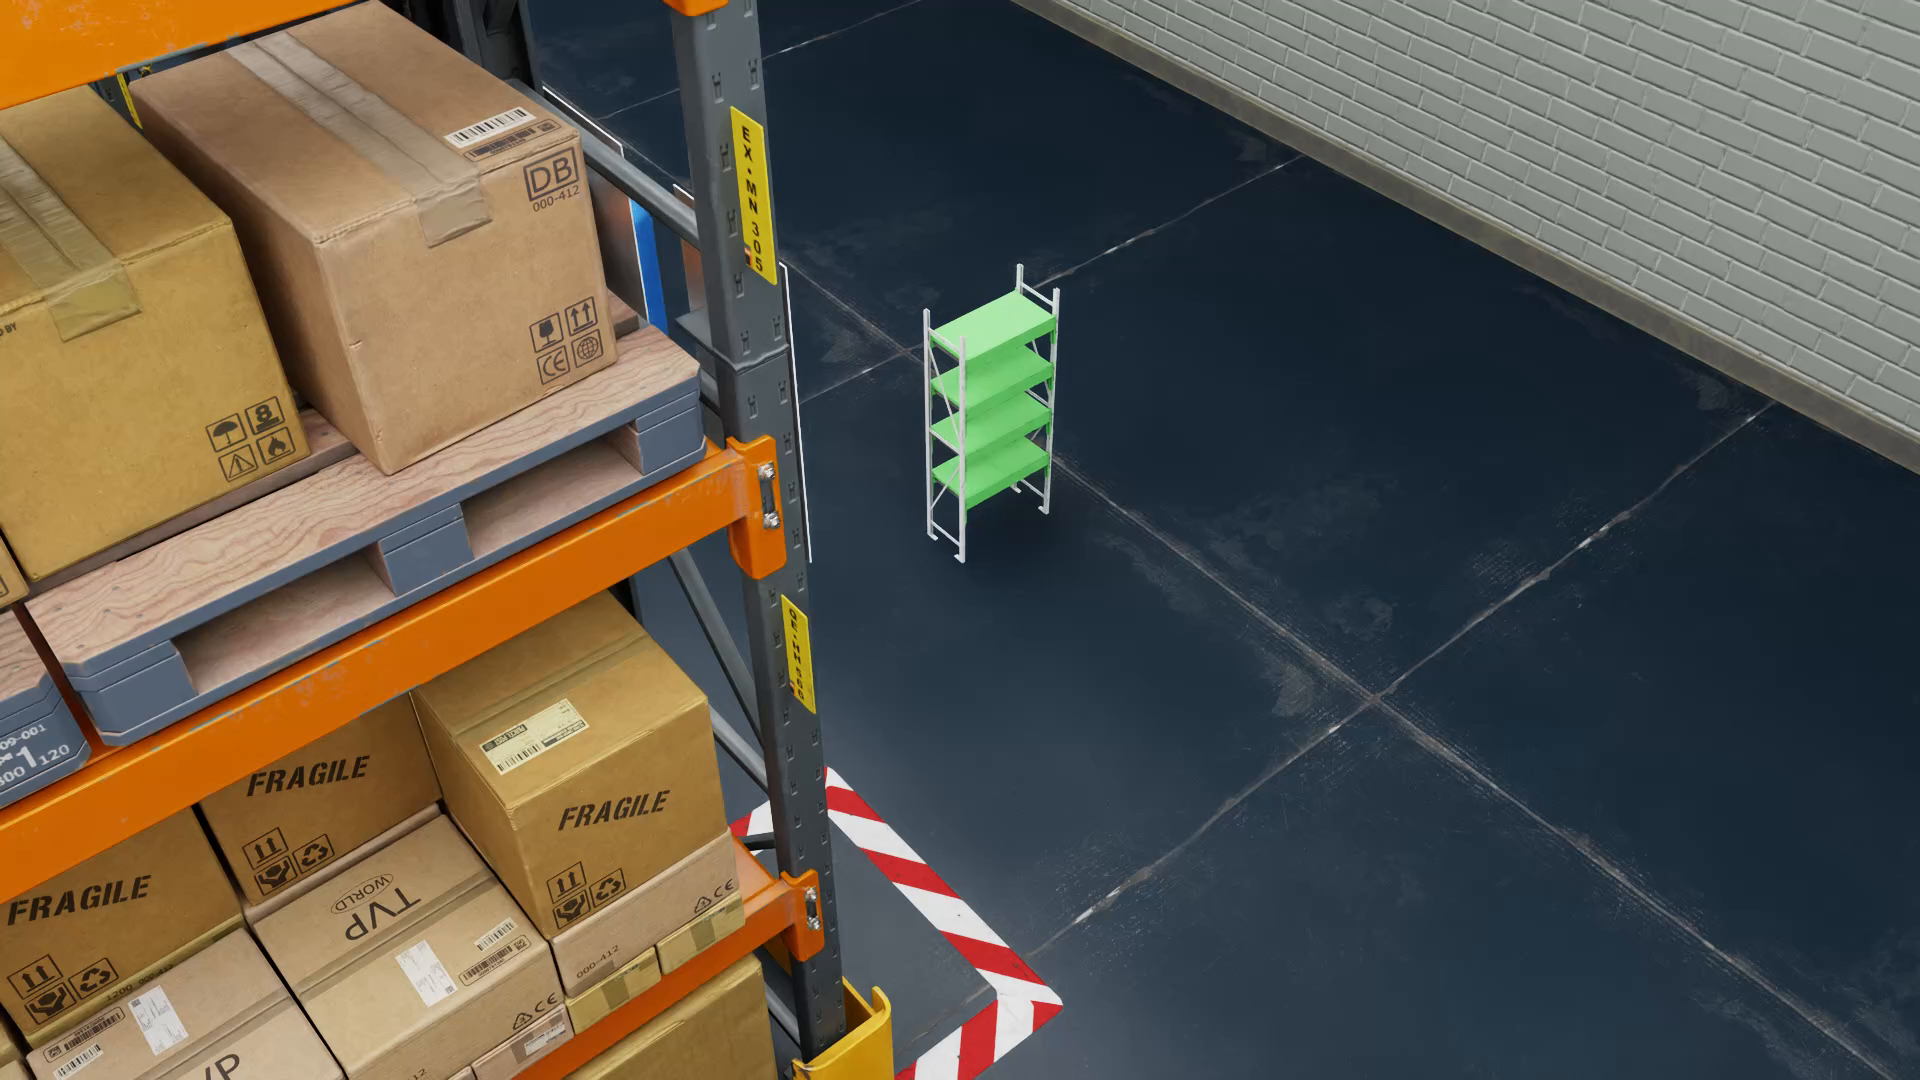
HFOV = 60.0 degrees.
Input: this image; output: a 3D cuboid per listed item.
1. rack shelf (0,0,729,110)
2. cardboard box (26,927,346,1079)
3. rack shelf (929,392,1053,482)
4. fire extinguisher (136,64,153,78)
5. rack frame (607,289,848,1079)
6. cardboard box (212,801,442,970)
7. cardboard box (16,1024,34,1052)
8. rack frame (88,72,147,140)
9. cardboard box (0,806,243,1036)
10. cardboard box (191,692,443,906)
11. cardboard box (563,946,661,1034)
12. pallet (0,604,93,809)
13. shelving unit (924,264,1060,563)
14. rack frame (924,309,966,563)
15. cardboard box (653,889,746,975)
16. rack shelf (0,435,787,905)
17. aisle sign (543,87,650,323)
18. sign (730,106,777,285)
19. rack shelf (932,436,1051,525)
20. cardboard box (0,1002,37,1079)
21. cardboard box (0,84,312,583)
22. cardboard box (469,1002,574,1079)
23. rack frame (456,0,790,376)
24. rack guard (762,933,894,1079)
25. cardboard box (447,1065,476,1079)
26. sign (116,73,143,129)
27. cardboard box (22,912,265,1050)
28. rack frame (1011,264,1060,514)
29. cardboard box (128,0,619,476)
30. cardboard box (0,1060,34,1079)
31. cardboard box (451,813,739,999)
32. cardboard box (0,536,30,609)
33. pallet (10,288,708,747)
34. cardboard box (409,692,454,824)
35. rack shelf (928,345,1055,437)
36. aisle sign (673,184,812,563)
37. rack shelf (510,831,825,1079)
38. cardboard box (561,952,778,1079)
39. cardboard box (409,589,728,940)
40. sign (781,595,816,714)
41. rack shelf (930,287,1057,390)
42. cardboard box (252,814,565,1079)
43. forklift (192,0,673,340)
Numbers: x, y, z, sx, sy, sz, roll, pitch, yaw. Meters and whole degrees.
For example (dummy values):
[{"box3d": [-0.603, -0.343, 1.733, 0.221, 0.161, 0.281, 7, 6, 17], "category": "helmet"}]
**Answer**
[{"box3d": [-2.243, -0.419, 1.994, 4.000, 0.370, 1.077, -30, 51, -28], "category": "rack shelf"}, {"box3d": [-1.690, 1.226, 3.699, 0.500, 0.250, 0.500, -32, 52, -29], "category": "cardboard box"}, {"box3d": [0.127, -0.463, 7.014, 0.480, 0.148, 0.258, -30, 51, -28], "category": "rack shelf"}, {"box3d": [-3.479, -1.783, 7.340, 0.183, 0.674, 0.296, -30, 51, -28], "category": "fire extinguisher"}, {"box3d": [-0.709, 0.482, 4.600, 0.127, 3.000, 1.000, -30, 51, -28], "category": "rack frame"}, {"box3d": [-1.645, 0.729, 4.229, 0.500, 0.250, 0.500, -30, 51, -28], "category": "cardboard box"}, {"box3d": [-2.372, 1.232, 3.984, 0.250, 0.149, 0.380, -31, 51, -29], "category": "cardboard box"}, {"box3d": [-3.887, -2.119, 7.369, 0.127, 3.000, 1.000, -30, 51, -28], "category": "rack frame"}, {"box3d": [-2.027, 0.674, 3.740, 0.500, 0.500, 0.500, -31, 51, -29], "category": "cardboard box"}, {"box3d": [-1.634, 0.443, 3.985, 0.500, 0.500, 0.500, -31, 51, -29], "category": "cardboard box"}, {"box3d": [-0.969, 1.018, 4.213, 0.250, 0.149, 0.380, -29, 51, -28], "category": "cardboard box"}, {"box3d": [-2.208, 0.291, 2.677, 1.213, 0.211, 1.003, -30, 51, -28], "category": "pallet"}, {"box3d": [0.127, -0.510, 6.970, 0.503, 1.200, 0.258, -30, 51, -28], "category": "shelving unit"}, {"box3d": [-0.060, -0.403, 6.856, 0.015, 1.200, 0.240, -30, 51, -28], "category": "rack frame"}, {"box3d": [-0.771, 0.902, 4.335, 0.250, 0.149, 0.380, -29, 50, -27], "category": "cardboard box"}, {"box3d": [-2.243, 0.529, 2.884, 4.000, 0.370, 1.077, -30, 51, -28], "category": "rack shelf"}, {"box3d": [-0.846, -0.655, 3.911, 0.004, 0.787, 0.394, -30, 51, -28], "category": "aisle sign"}, {"box3d": [-0.371, -0.615, 2.987, 0.005, 0.325, 0.100, -30, 51, -28], "category": "sign"}, {"box3d": [0.127, -0.289, 7.178, 0.480, 0.148, 0.258, -30, 51, -28], "category": "rack shelf"}, {"box3d": [-2.429, 1.179, 3.749, 0.500, 0.250, 0.500, -31, 51, -29], "category": "cardboard box"}, {"box3d": [-1.582, -0.397, 2.892, 0.500, 0.500, 0.700, -32, 52, -29], "category": "cardboard box"}, {"box3d": [-1.163, 1.128, 4.095, 0.250, 0.149, 0.380, -30, 51, -28], "category": "cardboard box"}, {"box3d": [-0.709, -1.705, 2.546, 0.127, 3.000, 1.000, -30, 51, -28], "category": "rack frame"}, {"box3d": [-0.690, 1.382, 5.467, 0.348, 0.500, 1.175, -30, 51, -28], "category": "rack guard"}, {"box3d": [-1.355, 1.237, 3.979, 0.250, 0.149, 0.380, -29, 50, -27], "category": "cardboard box"}, {"box3d": [-3.521, -1.897, 7.013, 0.005, 0.325, 0.100, -30, 51, -28], "category": "sign"}, {"box3d": [-2.033, 0.947, 3.996, 0.500, 0.250, 0.500, -32, 52, -29], "category": "cardboard box"}, {"box3d": [0.314, -0.617, 7.084, 0.015, 1.200, 0.240, -30, 51, -28], "category": "rack frame"}, {"box3d": [-1.073, -0.581, 3.087, 0.500, 0.500, 0.700, -33, 52, -30], "category": "cardboard box"}, {"box3d": [-2.087, 1.457, 3.453, 0.500, 0.250, 0.500, -30, 51, -28], "category": "cardboard box"}, {"box3d": [-0.910, 0.780, 4.174, 0.500, 0.250, 0.500, -31, 51, -28], "category": "cardboard box"}, {"box3d": [-1.948, -0.145, 2.623, 0.500, 0.500, 0.700, -33, 52, -30], "category": "cardboard box"}, {"box3d": [-1.271, -0.248, 3.250, 1.213, 0.211, 1.003, -30, 51, -28], "category": "pallet"}, {"box3d": [-1.250, 0.497, 4.476, 0.500, 0.250, 0.500, -31, 51, -29], "category": "cardboard box"}, {"box3d": [0.127, -0.638, 6.850, 0.480, 0.148, 0.258, -30, 51, -28], "category": "rack shelf"}, {"box3d": [-0.461, -0.340, 3.576, 0.004, 0.787, 0.394, -30, 51, -28], "category": "aisle sign"}, {"box3d": [-2.243, 1.622, 3.911, 4.000, 0.370, 1.077, -30, 51, -28], "category": "rack shelf"}, {"box3d": [-1.149, 1.426, 4.839, 0.875, 0.875, 0.875, -30, 51, -28], "category": "cardboard box"}, {"box3d": [-0.914, 0.506, 3.918, 0.500, 0.500, 0.500, -29, 50, -27], "category": "cardboard box"}, {"box3d": [-0.371, 0.264, 3.812, 0.005, 0.325, 0.100, -30, 51, -28], "category": "sign"}, {"box3d": [0.127, -0.813, 6.685, 0.480, 0.148, 0.258, -30, 51, -28], "category": "rack shelf"}, {"box3d": [-1.300, 1.002, 3.937, 0.500, 0.250, 0.500, -31, 51, -29], "category": "cardboard box"}, {"box3d": [-2.923, -1.867, 7.151, 3.031, 2.935, 1.130, 15, 45, 16], "category": "forklift"}]
